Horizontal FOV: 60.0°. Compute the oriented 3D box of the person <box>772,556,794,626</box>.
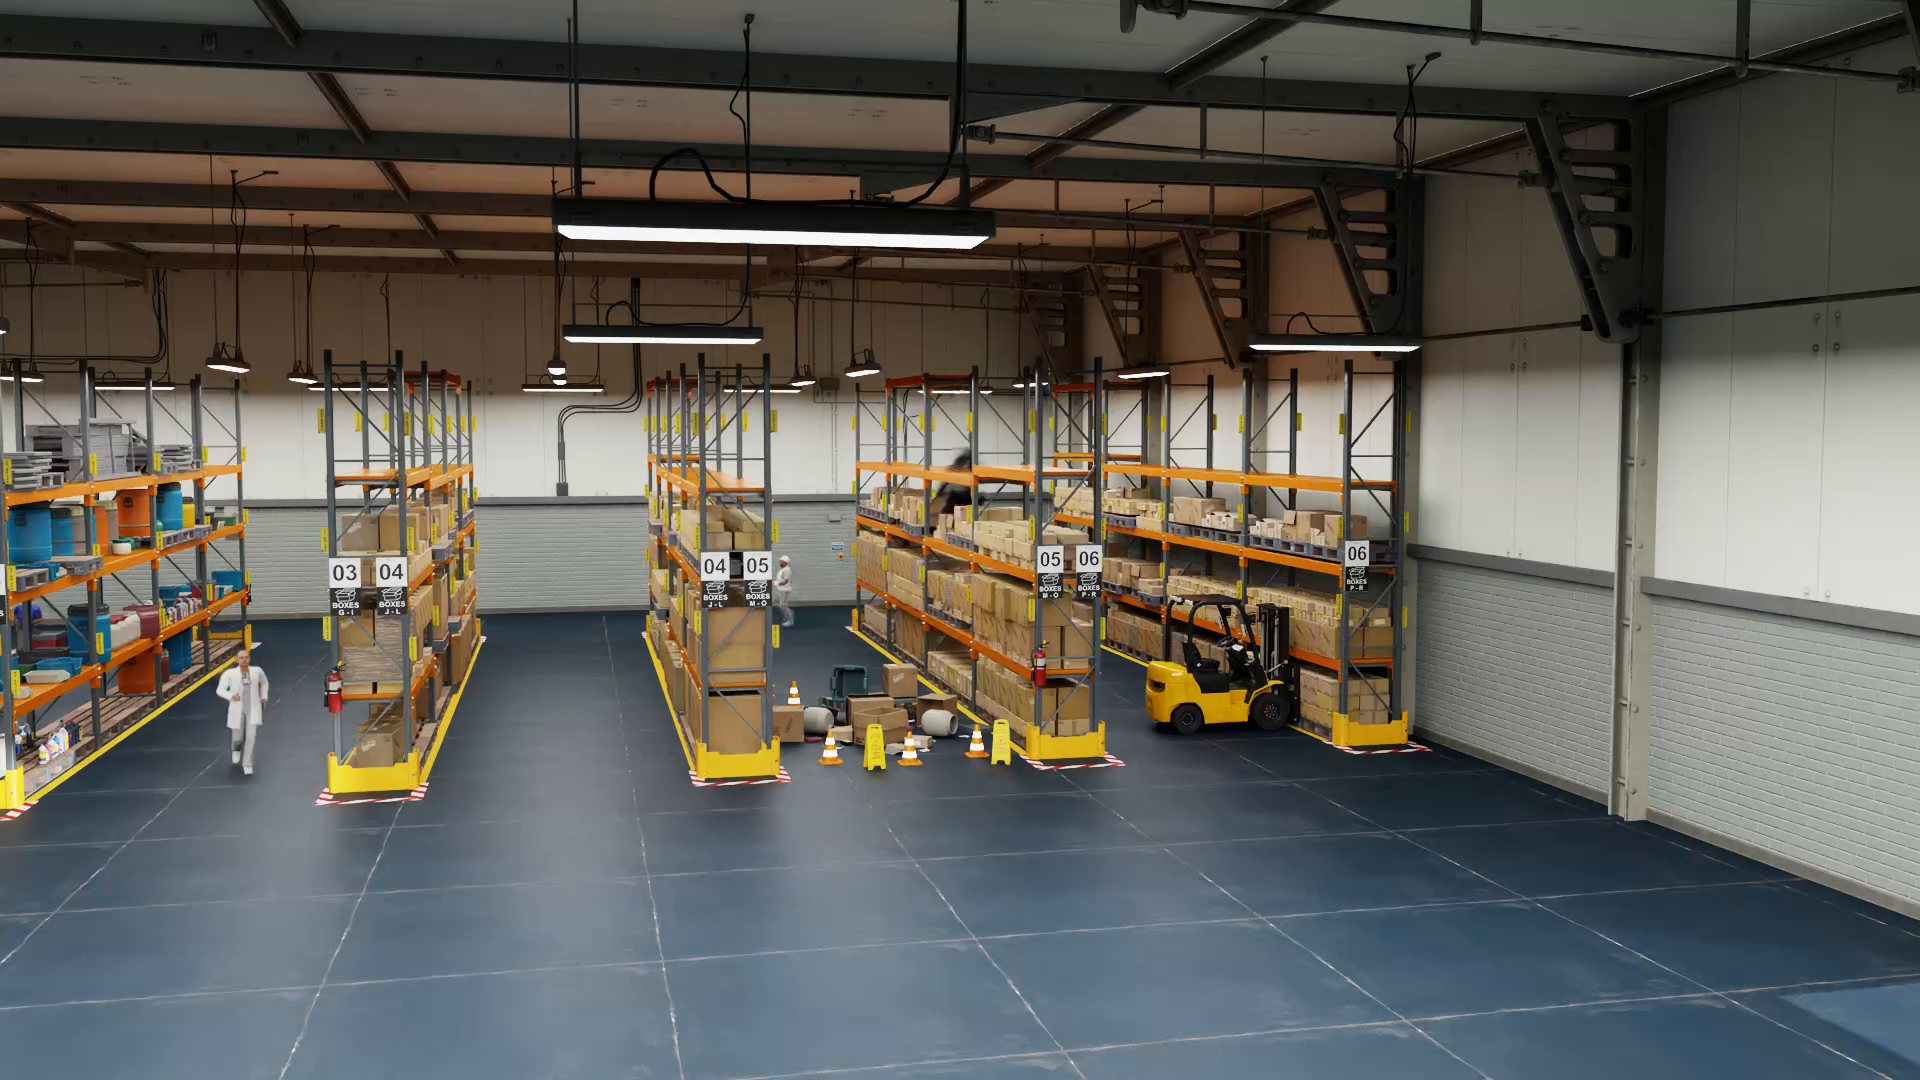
[{"bbox_3d":[-4.418,1.254,41.199,0.628,1.743,0.669,-1,4,-20],"label":"person"}]

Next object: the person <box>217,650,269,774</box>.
[{"bbox_3d":[-10.316,2.455,23.965,0.718,1.746,0.834,-2,5,-31],"label":"person"}]

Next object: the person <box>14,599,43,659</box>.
[{"bbox_3d":[-18.550,1.897,33.128,0.547,1.704,0.804,-1,4,-21],"label":"person"}]
